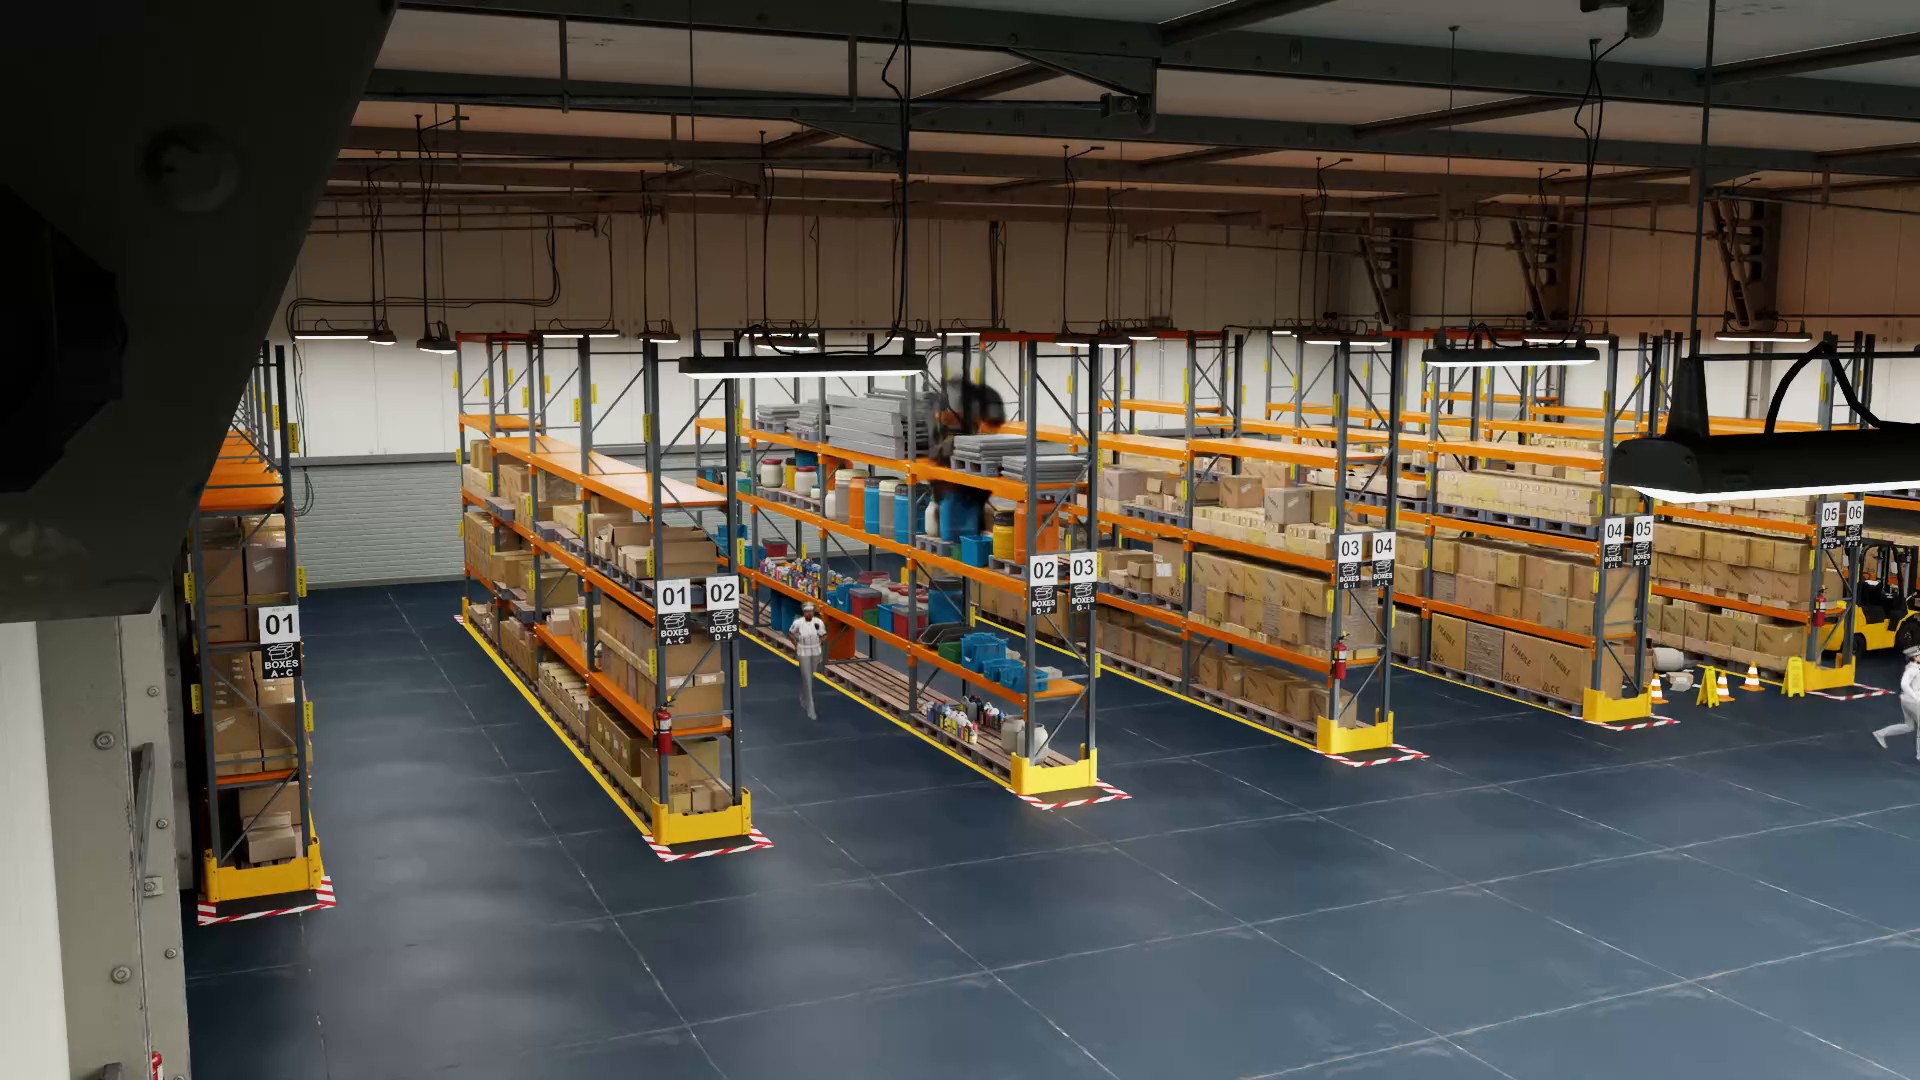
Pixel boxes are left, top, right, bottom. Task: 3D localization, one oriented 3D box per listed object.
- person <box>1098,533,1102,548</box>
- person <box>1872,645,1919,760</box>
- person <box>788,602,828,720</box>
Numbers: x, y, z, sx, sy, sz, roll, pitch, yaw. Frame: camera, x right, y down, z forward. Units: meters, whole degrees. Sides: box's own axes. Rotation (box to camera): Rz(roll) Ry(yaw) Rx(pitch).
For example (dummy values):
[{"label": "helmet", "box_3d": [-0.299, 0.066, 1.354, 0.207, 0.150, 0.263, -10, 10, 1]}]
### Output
[{"label": "person", "box_3d": [3.050, 0.397, 37.971, 0.575, 1.645, 0.840, -3, 8, -24]}, {"label": "person", "box_3d": [13.536, 2.325, 23.713, 0.843, 1.696, 0.618, 3, 8, 20]}, {"label": "person", "box_3d": [-2.291, 1.792, 25.406, 0.555, 1.766, 0.766, -4, 9, -25]}]
